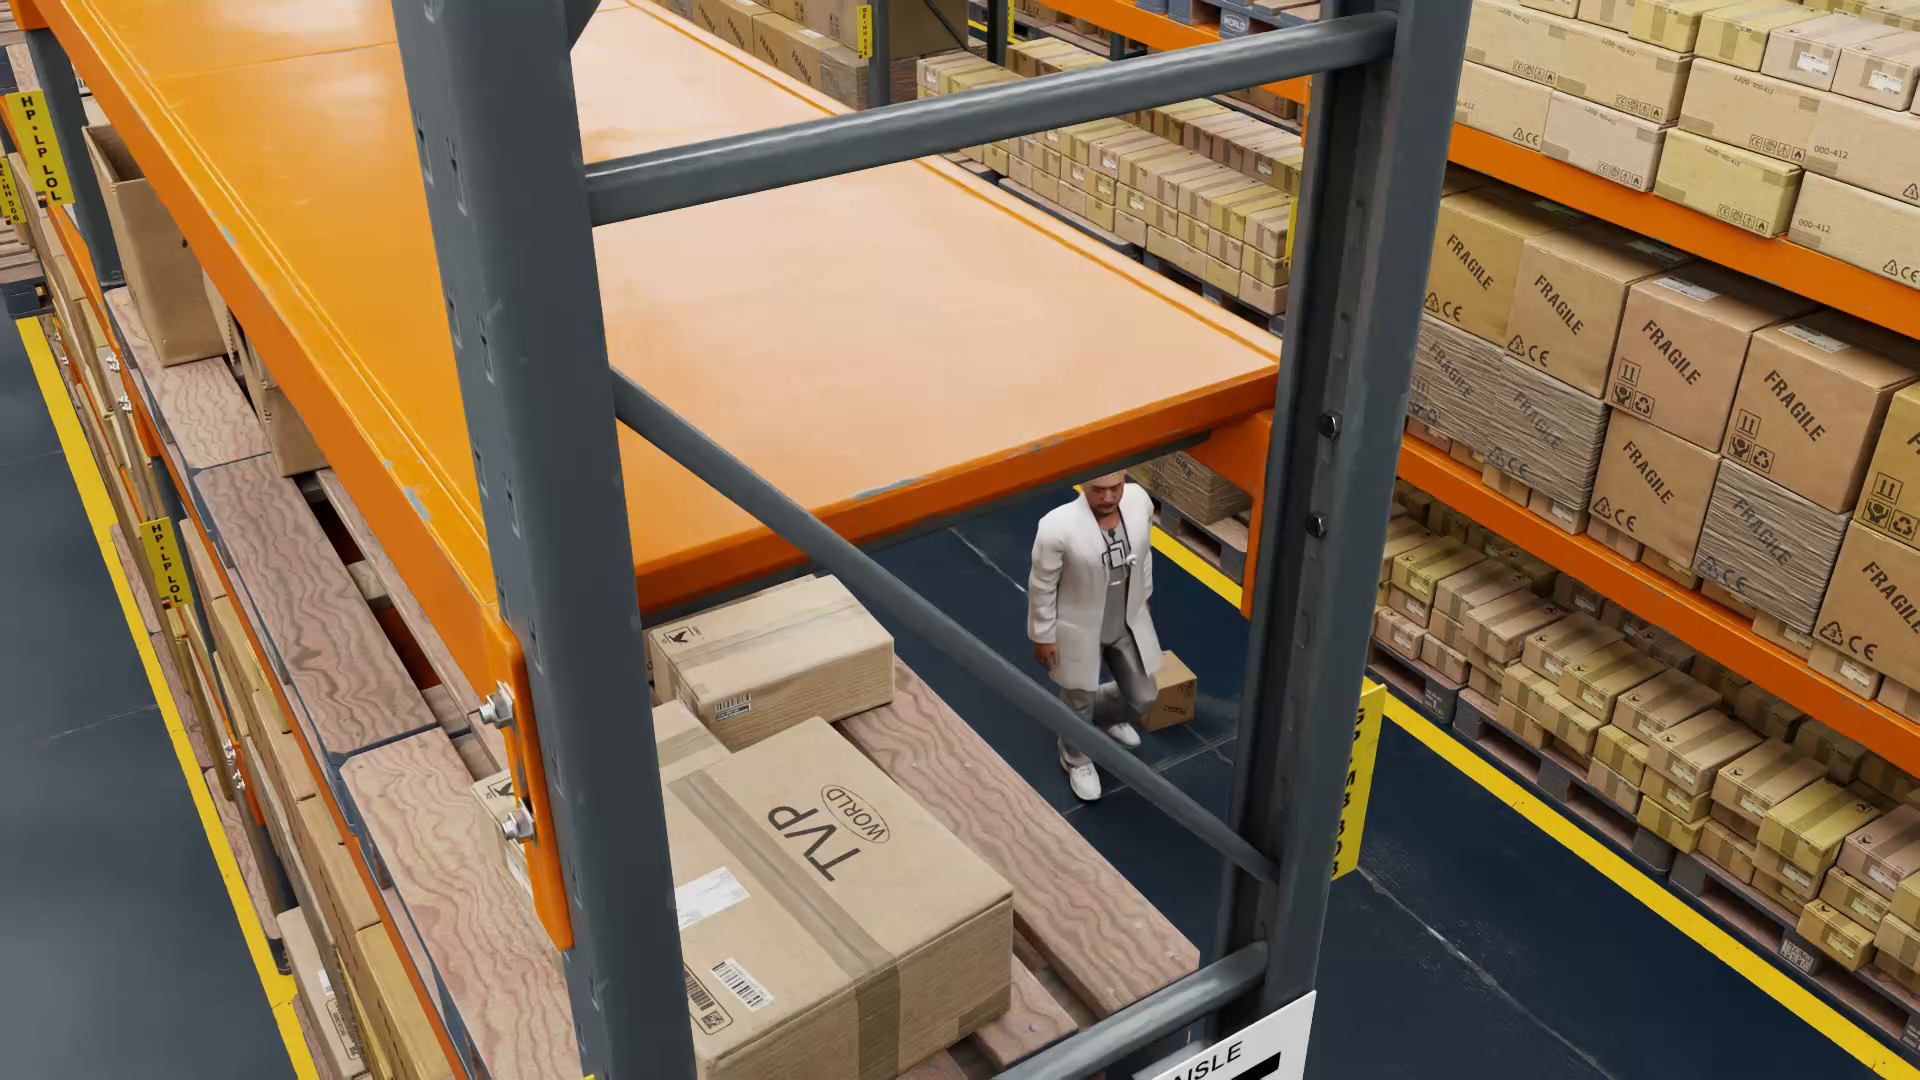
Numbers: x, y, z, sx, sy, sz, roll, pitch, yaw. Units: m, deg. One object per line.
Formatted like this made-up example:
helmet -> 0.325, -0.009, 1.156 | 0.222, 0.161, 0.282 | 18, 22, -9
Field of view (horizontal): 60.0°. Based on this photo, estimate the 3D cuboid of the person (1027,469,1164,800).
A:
person -> 0.562, 0.336, 7.093 | 0.621, 1.770, 0.552 | -13, 34, -19
